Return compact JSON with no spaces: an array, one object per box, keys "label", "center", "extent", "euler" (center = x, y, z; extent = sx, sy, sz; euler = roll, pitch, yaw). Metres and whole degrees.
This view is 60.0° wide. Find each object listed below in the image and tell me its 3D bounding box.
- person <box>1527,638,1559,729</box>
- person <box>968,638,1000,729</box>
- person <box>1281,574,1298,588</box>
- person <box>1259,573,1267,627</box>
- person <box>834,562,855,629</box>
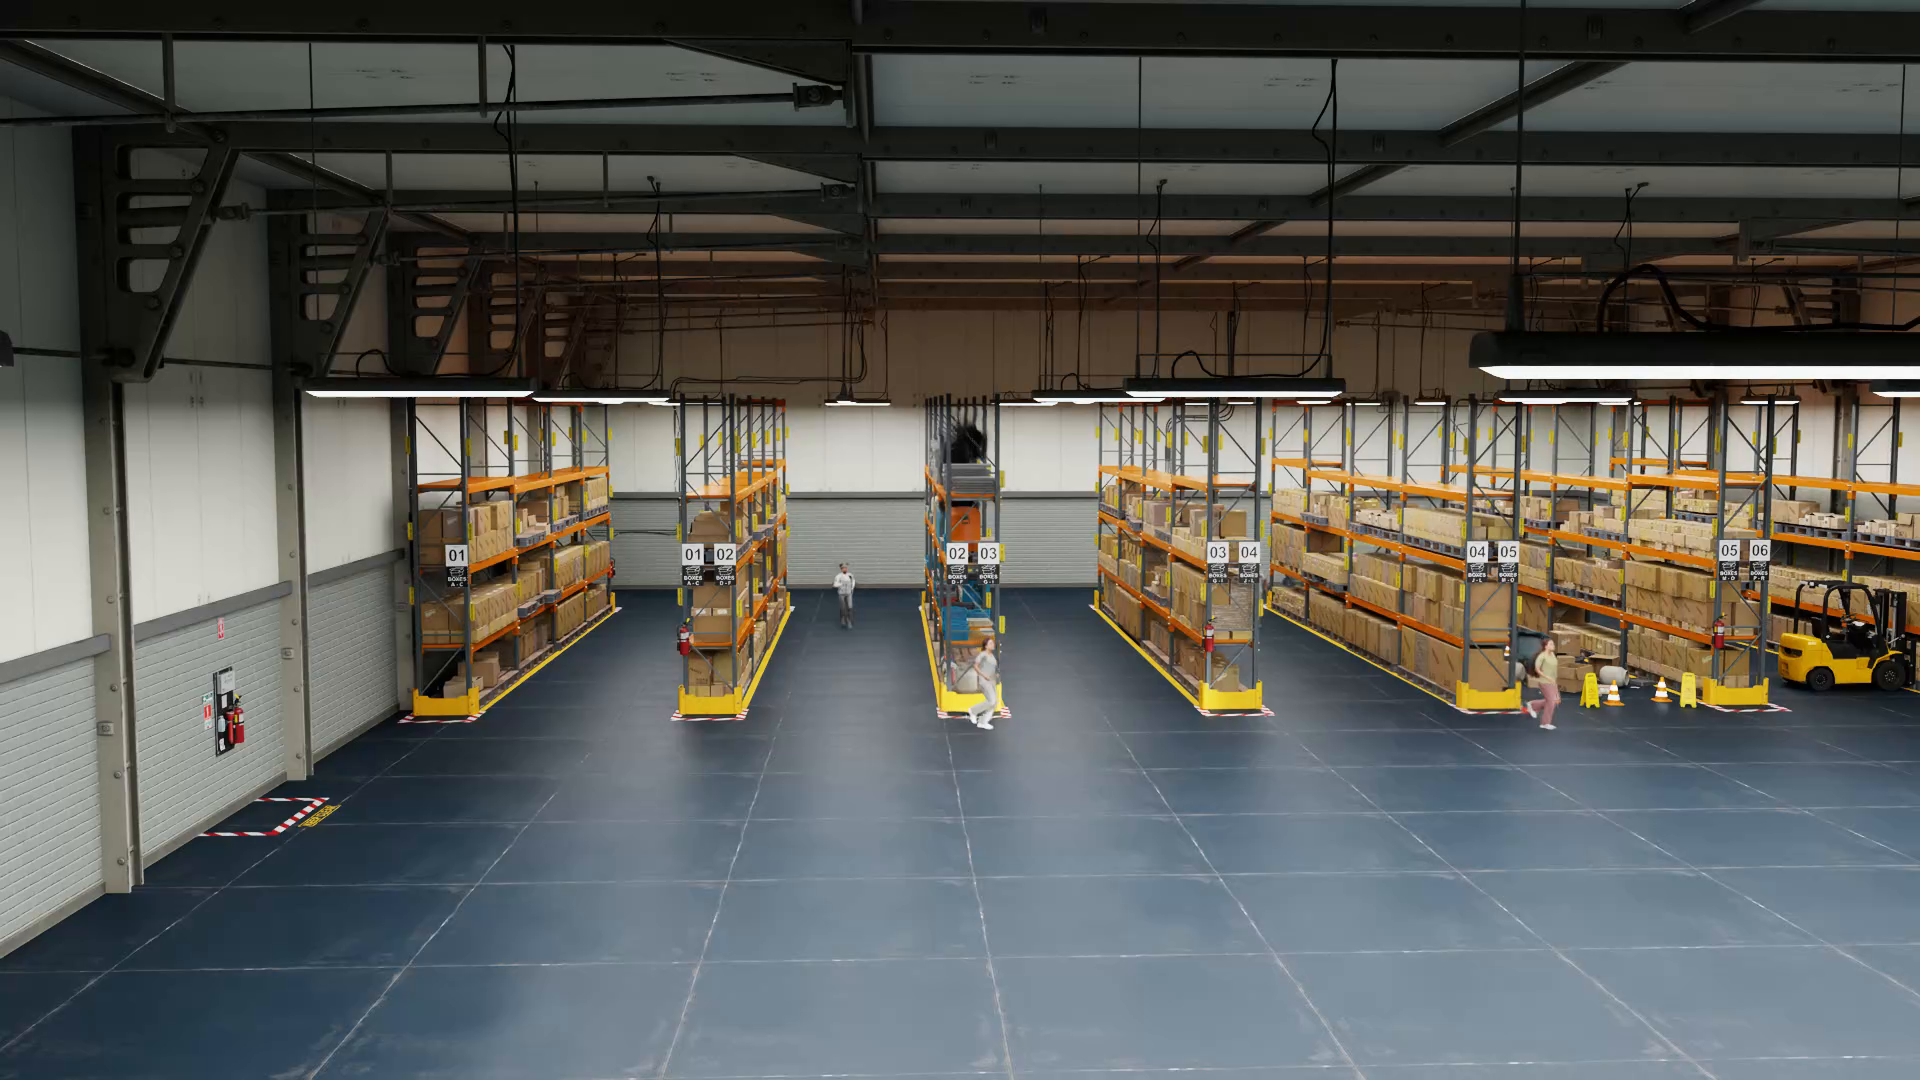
[{"label":"person","center":[10.466,2.557,29.816],"extent":[0.587,1.640,0.628],"euler":[-4,6,-38]},{"label":"person","center":[0.465,2.558,29.866],"extent":[0.539,1.624,0.593],"euler":[2,5,29]},{"label":"person","center":[9.739,0.970,48.972],"extent":[0.931,1.746,0.730],"euler":[-1,5,-8]},{"label":"person","center":[7.789,1.409,43.721],"extent":[0.593,1.660,1.020],"euler":[0,5,4]},{"label":"person","center":[-3.002,1.450,43.412],"extent":[0.598,1.747,0.725],"euler":[-1,5,-13]}]
